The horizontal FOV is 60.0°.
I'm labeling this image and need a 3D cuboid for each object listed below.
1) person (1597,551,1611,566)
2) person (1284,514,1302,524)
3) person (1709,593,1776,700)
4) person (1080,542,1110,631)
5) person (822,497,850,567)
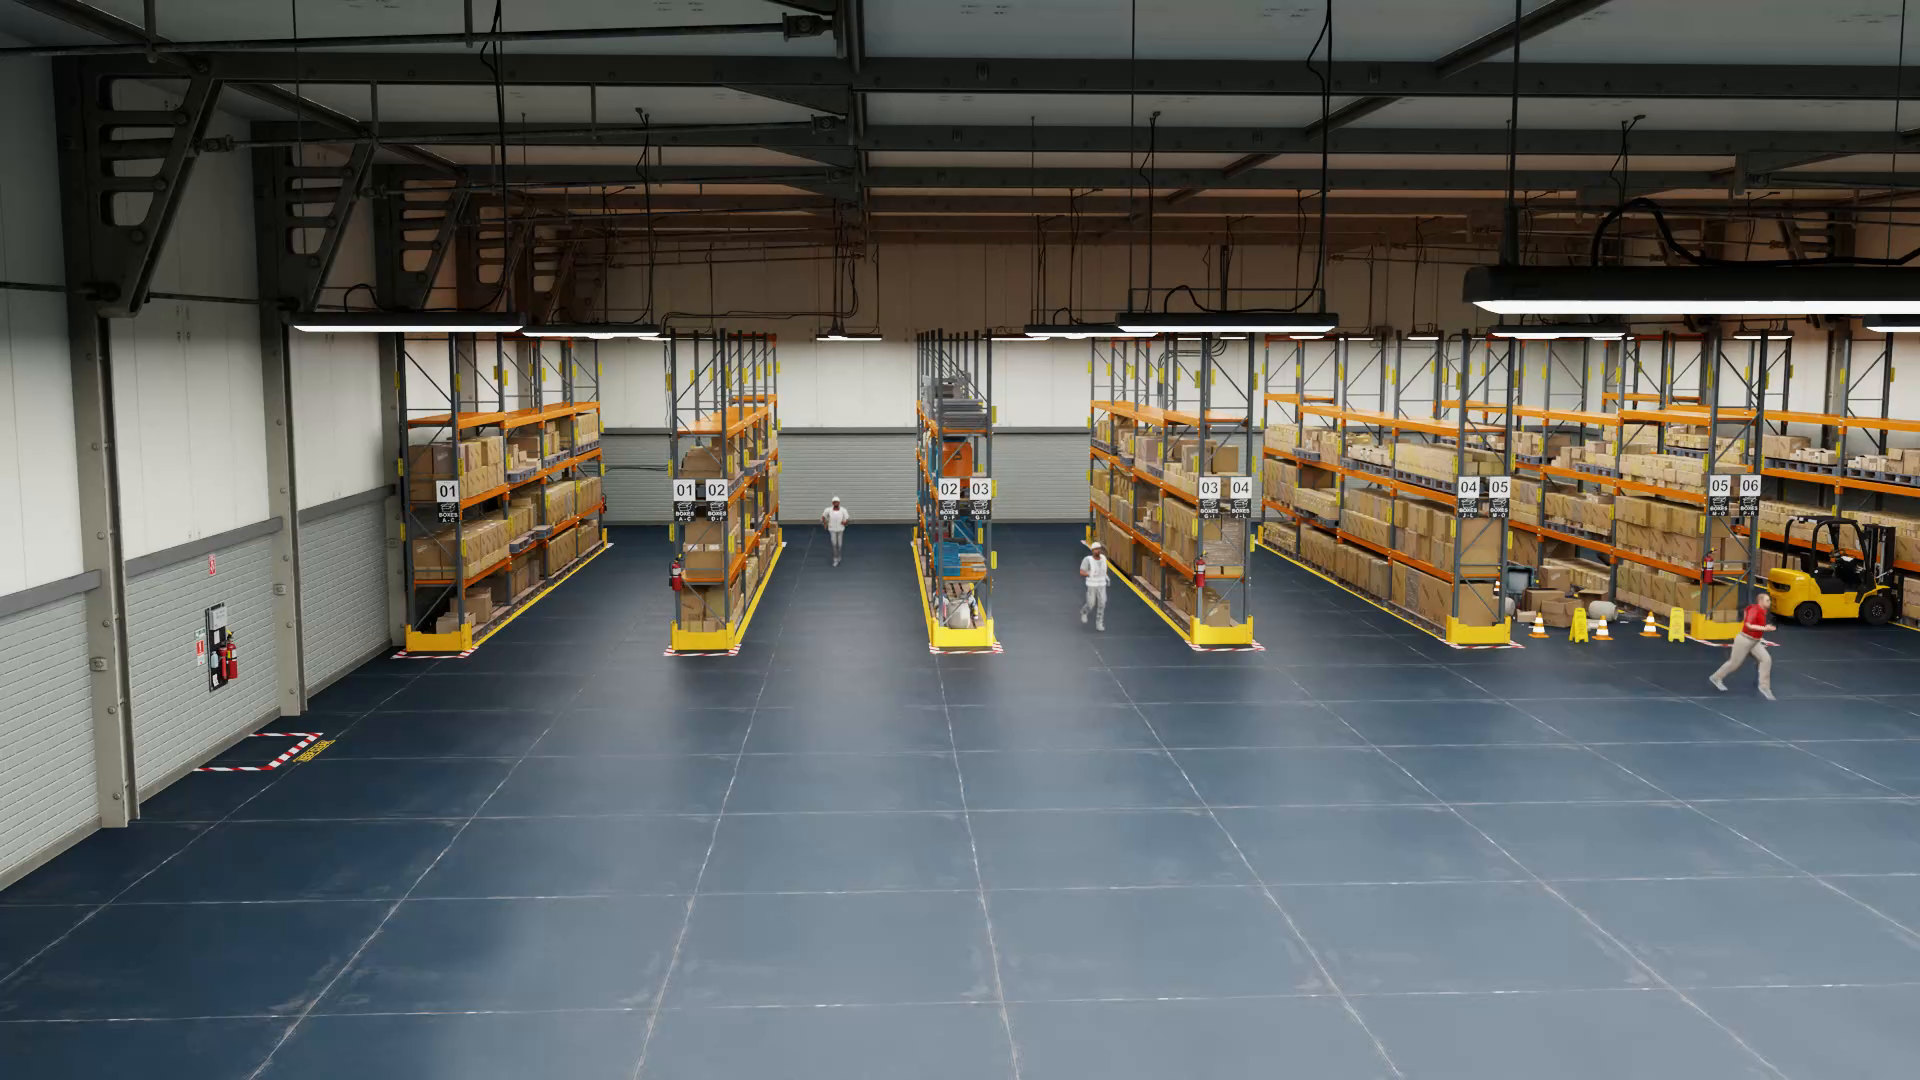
[{"bbox_3d":[16.174,0.008,41.468,0.663,1.676,0.697,-1,7,-6],"label":"person"},{"bbox_3d":[9.869,-0.876,49.206,0.718,1.626,0.569,-3,7,-21],"label":"person"},{"bbox_3d":[12.764,1.715,27.066,0.658,1.749,1.015,-6,9,-43],"label":"person"},{"bbox_3d":[2.703,0.913,33.355,0.699,1.759,0.847,-3,7,-22],"label":"person"},{"bbox_3d":[-3.210,-0.239,43.137,0.698,1.774,0.853,-1,7,-8],"label":"person"}]
